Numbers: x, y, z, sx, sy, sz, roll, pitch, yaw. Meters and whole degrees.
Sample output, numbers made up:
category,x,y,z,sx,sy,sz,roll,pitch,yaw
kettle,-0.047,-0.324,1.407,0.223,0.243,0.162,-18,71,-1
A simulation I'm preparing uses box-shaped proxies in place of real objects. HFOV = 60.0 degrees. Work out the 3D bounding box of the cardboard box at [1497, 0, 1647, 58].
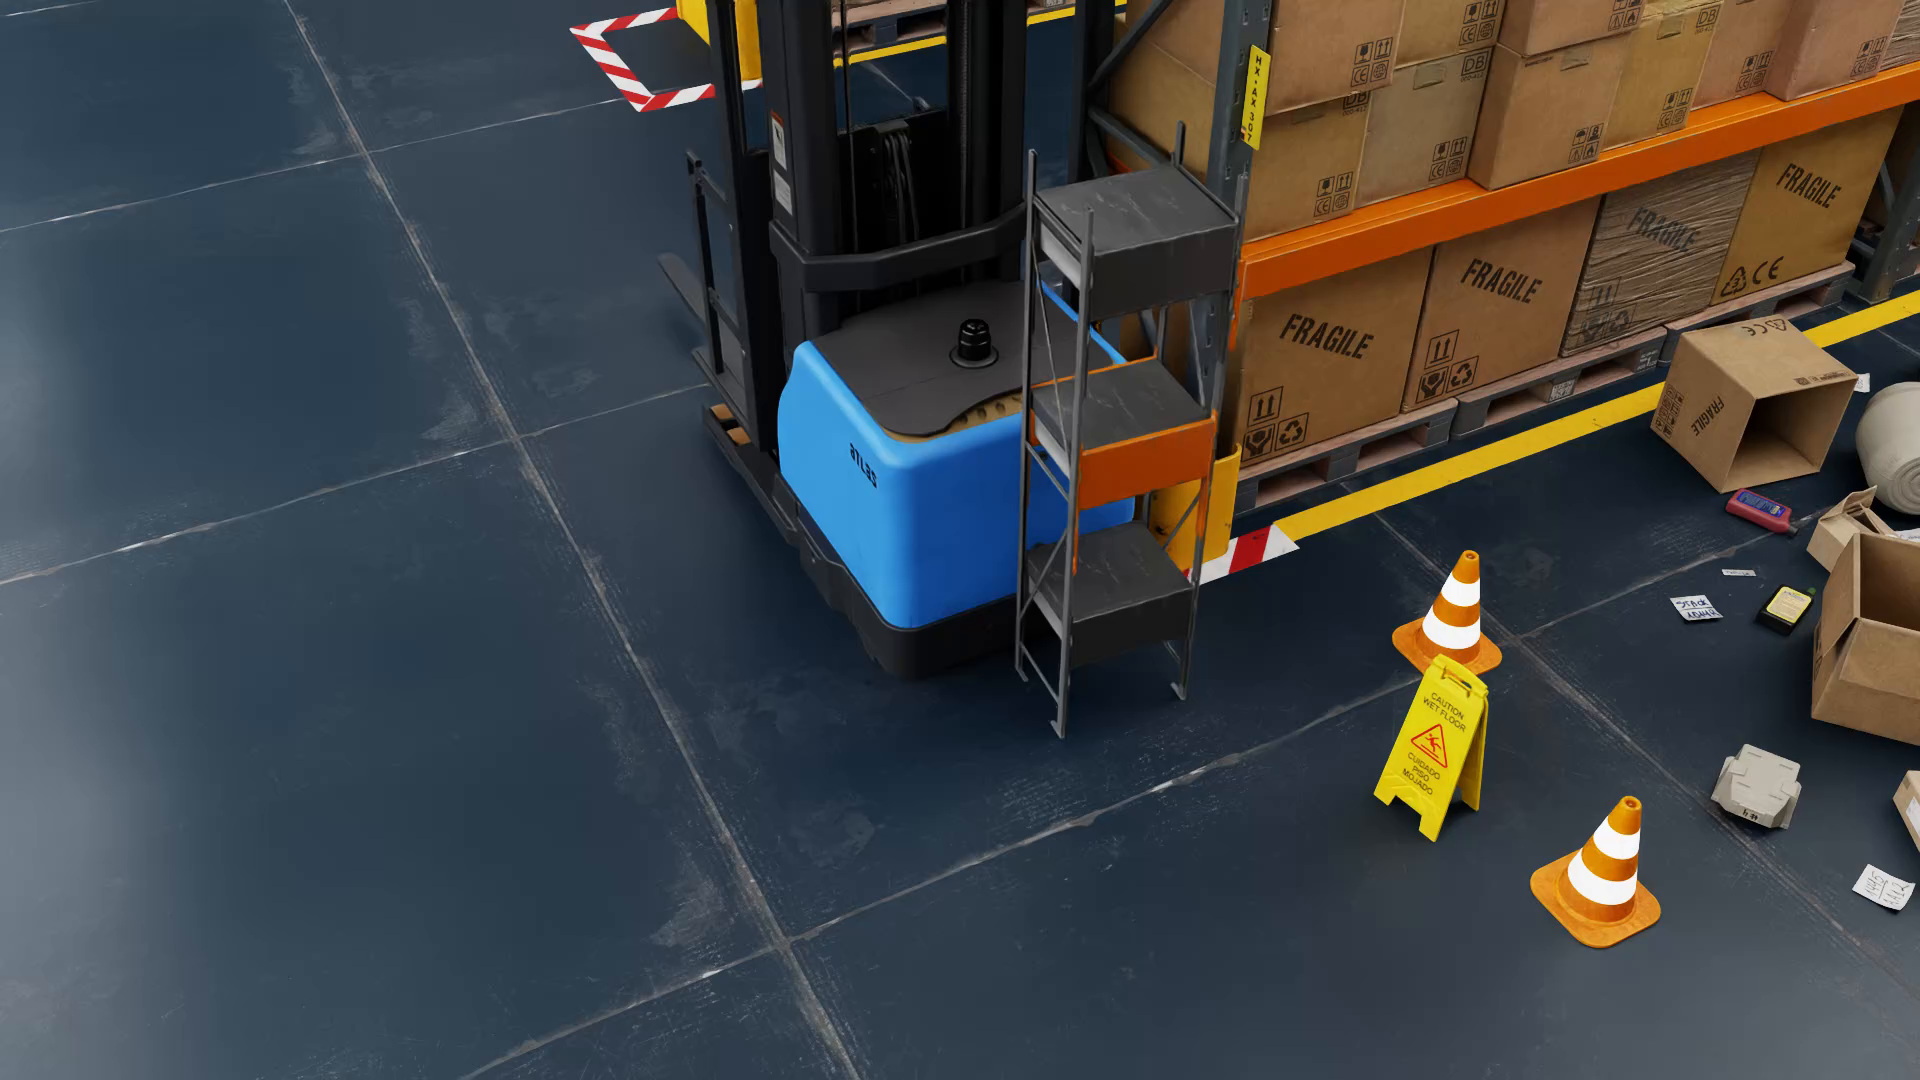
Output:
category,x,y,z,sx,sy,sz,roll,pitch,yaw
cardboard box,2.057,-2.255,6.140,0.550,0.550,0.875,-19,44,-21

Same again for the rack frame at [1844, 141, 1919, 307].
category,x,y,z,sx,sy,sz,roll,pitch,yaw
rack frame,4.253,-2.584,7.481,0.127,3.000,1.000,-19,44,-21

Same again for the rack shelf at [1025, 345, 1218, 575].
category,x,y,z,sx,sy,sz,roll,pitch,yaw
rack shelf,0.511,-0.265,5.458,0.480,0.518,0.431,-15,42,-17

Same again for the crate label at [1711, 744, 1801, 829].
category,x,y,z,sx,sy,sz,roll,pitch,yaw
crate label,2.721,0.836,5.656,0.250,0.136,0.298,22,45,24

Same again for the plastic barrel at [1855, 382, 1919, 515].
category,x,y,z,sx,sy,sz,roll,pitch,yaw
plastic barrel,3.955,-0.383,6.875,0.421,0.421,0.512,8,41,10

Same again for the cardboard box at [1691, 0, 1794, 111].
category,x,y,z,sx,sy,sz,roll,pitch,yaw
cardboard box,2.920,-2.254,6.975,0.550,0.550,0.875,-19,44,-21

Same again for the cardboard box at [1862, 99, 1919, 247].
category,x,y,z,sx,sy,sz,roll,pitch,yaw
cardboard box,4.762,-2.123,8.352,0.750,0.750,1.050,-19,44,-21

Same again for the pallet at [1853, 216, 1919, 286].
category,x,y,z,sx,sy,sz,roll,pitch,yaw
pallet,4.902,-1.793,8.705,1.213,0.211,1.003,-19,44,-21

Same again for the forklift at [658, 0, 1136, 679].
category,x,y,z,sx,sy,sz,roll,pitch,yaw
forklift,-0.465,-1.558,6.322,1.130,2.935,3.031,-19,44,-21

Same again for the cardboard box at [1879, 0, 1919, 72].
category,x,y,z,sx,sy,sz,roll,pitch,yaw
cardboard box,3.931,-2.524,7.294,0.550,0.550,0.875,-19,44,-21

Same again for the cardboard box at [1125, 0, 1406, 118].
category,x,y,z,sx,sy,sz,roll,pitch,yaw
cardboard box,1.052,-1.948,5.778,0.550,0.550,0.875,-19,44,-21

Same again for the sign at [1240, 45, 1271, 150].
category,x,y,z,sx,sy,sz,roll,pitch,yaw
sign,0.956,-1.431,5.388,0.005,0.325,0.100,-19,44,-21

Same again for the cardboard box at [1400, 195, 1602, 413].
category,x,y,z,sx,sy,sz,roll,pitch,yaw
cardboard box,2.055,-1.244,7.217,0.875,0.875,0.875,-19,44,-21

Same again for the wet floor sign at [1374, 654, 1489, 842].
category,x,y,z,sx,sy,sz,roll,pitch,yaw
wet floor sign,1.594,0.652,5.481,0.232,0.644,0.267,-26,47,-28

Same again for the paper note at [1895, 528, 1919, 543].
category,x,y,z,sx,sy,sz,roll,pitch,yaw
paper note,3.894,0.006,6.725,0.155,0.023,0.172,-5,40,-6

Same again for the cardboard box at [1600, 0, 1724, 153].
category,x,y,z,sx,sy,sz,roll,pitch,yaw
cardboard box,2.497,-2.038,6.720,0.500,0.550,0.875,-19,44,-21

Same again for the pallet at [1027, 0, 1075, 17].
category,x,y,z,sx,sy,sz,roll,pitch,yaw
pallet,0.388,-3.805,11.081,1.213,0.211,1.003,-19,44,-21

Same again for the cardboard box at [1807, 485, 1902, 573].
category,x,y,z,sx,sy,sz,roll,pitch,yaw
cardboard box,3.579,0.028,6.512,0.258,0.266,0.396,-12,42,-13

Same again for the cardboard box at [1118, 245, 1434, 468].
category,x,y,z,sx,sy,sz,roll,pitch,yaw
cardboard box,1.276,-0.980,6.905,0.875,0.875,0.875,-18,44,-20

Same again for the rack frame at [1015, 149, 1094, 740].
category,x,y,z,sx,sy,sz,roll,pitch,yaw
rack frame,0.286,-0.215,5.377,0.015,2.100,0.400,-15,42,-17

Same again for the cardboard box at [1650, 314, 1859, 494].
category,x,y,z,sx,sy,sz,roll,pitch,yaw
cardboard box,3.350,-0.580,7.046,0.500,0.500,0.500,-12,42,-13

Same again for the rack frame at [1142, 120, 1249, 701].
category,x,y,z,sx,sy,sz,roll,pitch,yaw
rack frame,0.736,-0.337,5.521,0.015,2.100,0.400,-15,42,-17

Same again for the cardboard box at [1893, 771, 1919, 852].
category,x,y,z,sx,sy,sz,roll,pitch,yaw
cardboard box,3.310,0.956,5.506,0.250,0.149,0.380,2,40,2

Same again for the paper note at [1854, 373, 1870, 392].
category,x,y,z,sx,sy,sz,roll,pitch,yaw
paper note,4.075,-0.732,7.590,0.147,0.020,0.142,15,42,17

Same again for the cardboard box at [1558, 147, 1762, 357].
category,x,y,z,sx,sy,sz,roll,pitch,yaw
cardboard box,2.865,-1.515,7.537,0.875,0.875,0.875,-18,44,-20

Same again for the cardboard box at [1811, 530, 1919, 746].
category,x,y,z,sx,sy,sz,roll,pitch,yaw
cardboard box,3.470,0.394,5.895,0.797,0.503,0.637,15,42,17

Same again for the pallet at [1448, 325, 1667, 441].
category,x,y,z,sx,sy,sz,roll,pitch,yaw
pallet,2.459,-0.971,7.734,1.213,0.211,1.003,-19,44,-21

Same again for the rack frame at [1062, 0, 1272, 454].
category,x,y,z,sx,sy,sz,roll,pitch,yaw
rack frame,0.705,-1.390,6.071,0.127,3.000,1.000,-19,44,-21

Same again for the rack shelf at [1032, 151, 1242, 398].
category,x,y,z,sx,sy,sz,roll,pitch,yaw
rack shelf,0.510,-0.802,5.008,0.480,0.518,0.431,-15,42,-17

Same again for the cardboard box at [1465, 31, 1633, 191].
category,x,y,z,sx,sy,sz,roll,pitch,yaw
cardboard box,2.046,-1.856,6.505,0.550,0.550,0.875,-19,44,-21

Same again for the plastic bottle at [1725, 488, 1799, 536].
category,x,y,z,sx,sy,sz,roll,pitch,yaw
plastic bottle,3.313,-0.110,6.832,0.283,0.061,0.133,31,49,31

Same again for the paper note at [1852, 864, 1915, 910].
category,x,y,z,sx,sy,sz,roll,pitch,yaw
paper note,3.000,1.126,5.396,0.148,0.019,0.142,31,49,31

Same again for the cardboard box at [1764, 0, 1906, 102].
category,x,y,z,sx,sy,sz,roll,pitch,yaw
cardboard box,3.454,-2.347,7.085,0.550,0.550,0.875,-19,44,-21

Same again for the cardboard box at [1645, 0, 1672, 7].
category,x,y,z,sx,sy,sz,roll,pitch,yaw
cardboard box,2.467,-2.487,6.415,0.500,0.550,0.875,-19,44,-21

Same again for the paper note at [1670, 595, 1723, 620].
category,x,y,z,sx,sy,sz,roll,pitch,yaw
paper note,2.843,0.261,6.419,0.142,0.017,0.144,-5,40,-6

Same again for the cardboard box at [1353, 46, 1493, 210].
category,x,y,z,sx,sy,sz,roll,pitch,yaw
cardboard box,1.491,-1.761,6.393,0.550,0.550,0.875,-19,44,-21

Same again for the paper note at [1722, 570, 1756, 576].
category,x,y,z,sx,sy,sz,roll,pitch,yaw
paper note,3.086,0.130,6.589,0.123,0.001,0.032,2,40,2

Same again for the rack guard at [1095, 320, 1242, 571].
category,x,y,z,sx,sy,sz,roll,pitch,yaw
rack guard,0.684,-0.429,6.870,0.348,0.500,1.175,-19,44,-21

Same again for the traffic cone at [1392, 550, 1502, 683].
category,x,y,z,sx,sy,sz,roll,pitch,yaw
traffic cone,1.832,0.233,6.116,0.334,0.463,0.336,-19,44,-21

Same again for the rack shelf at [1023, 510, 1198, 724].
category,x,y,z,sx,sy,sz,roll,pitch,yaw
rack shelf,0.512,0.271,5.907,0.480,0.518,0.431,-15,42,-17

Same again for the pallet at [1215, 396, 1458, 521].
category,x,y,z,sx,sy,sz,roll,pitch,yaw
pallet,1.378,-0.609,7.307,1.213,0.211,1.003,-19,44,-21

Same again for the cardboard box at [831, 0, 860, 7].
category,x,y,z,sx,sy,sz,roll,pitch,yaw
cardboard box,-0.935,-3.646,10.345,0.500,0.500,0.500,-11,41,-13

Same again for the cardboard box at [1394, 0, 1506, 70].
category,x,y,z,sx,sy,sz,roll,pitch,yaw
cardboard box,1.497,-2.165,6.034,0.550,0.550,0.875,-19,44,-21

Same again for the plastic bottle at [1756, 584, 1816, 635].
category,x,y,z,sx,sy,sz,roll,pitch,yaw
plastic bottle,3.192,0.251,6.407,0.133,0.061,0.283,31,49,31

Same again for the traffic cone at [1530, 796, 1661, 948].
category,x,y,z,sx,sy,sz,roll,pitch,yaw
traffic cone,2.052,0.982,5.232,0.334,0.463,0.336,-19,44,-21

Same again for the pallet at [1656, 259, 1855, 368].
category,x,y,z,sx,sy,sz,roll,pitch,yaw
pallet,3.542,-1.338,8.167,1.213,0.211,1.003,-19,44,-21

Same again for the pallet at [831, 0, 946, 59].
category,x,y,z,sx,sy,sz,roll,pitch,yaw
pallet,-0.692,-3.443,10.654,1.213,0.211,1.003,-19,44,-21

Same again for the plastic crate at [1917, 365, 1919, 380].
category,x,y,z,sx,sy,sz,roll,pitch,yaw
plastic crate,4.704,-0.730,7.423,0.662,0.188,0.450,2,30,2

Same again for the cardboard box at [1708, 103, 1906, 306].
category,x,y,z,sx,sy,sz,roll,pitch,yaw
cardboard box,3.663,-1.786,7.858,0.875,0.875,0.875,-18,43,-20

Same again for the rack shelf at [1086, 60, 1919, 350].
category,x,y,z,sx,sy,sz,roll,pitch,yaw
rack shelf,2.479,-1.713,7.008,4.000,0.370,1.077,-19,44,-21

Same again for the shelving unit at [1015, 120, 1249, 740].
category,x,y,z,sx,sy,sz,roll,pitch,yaw
shelving unit,0.511,-0.276,5.449,0.503,2.100,0.431,-15,42,-17

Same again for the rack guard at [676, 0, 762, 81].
category,x,y,z,sx,sy,sz,roll,pitch,yaw
rack guard,-1.429,-3.331,10.299,0.348,0.500,1.175,-19,44,-21

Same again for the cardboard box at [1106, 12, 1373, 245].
category,x,y,z,sx,sy,sz,roll,pitch,yaw
cardboard box,1.013,-1.584,6.184,0.550,0.550,0.875,-19,44,-21
